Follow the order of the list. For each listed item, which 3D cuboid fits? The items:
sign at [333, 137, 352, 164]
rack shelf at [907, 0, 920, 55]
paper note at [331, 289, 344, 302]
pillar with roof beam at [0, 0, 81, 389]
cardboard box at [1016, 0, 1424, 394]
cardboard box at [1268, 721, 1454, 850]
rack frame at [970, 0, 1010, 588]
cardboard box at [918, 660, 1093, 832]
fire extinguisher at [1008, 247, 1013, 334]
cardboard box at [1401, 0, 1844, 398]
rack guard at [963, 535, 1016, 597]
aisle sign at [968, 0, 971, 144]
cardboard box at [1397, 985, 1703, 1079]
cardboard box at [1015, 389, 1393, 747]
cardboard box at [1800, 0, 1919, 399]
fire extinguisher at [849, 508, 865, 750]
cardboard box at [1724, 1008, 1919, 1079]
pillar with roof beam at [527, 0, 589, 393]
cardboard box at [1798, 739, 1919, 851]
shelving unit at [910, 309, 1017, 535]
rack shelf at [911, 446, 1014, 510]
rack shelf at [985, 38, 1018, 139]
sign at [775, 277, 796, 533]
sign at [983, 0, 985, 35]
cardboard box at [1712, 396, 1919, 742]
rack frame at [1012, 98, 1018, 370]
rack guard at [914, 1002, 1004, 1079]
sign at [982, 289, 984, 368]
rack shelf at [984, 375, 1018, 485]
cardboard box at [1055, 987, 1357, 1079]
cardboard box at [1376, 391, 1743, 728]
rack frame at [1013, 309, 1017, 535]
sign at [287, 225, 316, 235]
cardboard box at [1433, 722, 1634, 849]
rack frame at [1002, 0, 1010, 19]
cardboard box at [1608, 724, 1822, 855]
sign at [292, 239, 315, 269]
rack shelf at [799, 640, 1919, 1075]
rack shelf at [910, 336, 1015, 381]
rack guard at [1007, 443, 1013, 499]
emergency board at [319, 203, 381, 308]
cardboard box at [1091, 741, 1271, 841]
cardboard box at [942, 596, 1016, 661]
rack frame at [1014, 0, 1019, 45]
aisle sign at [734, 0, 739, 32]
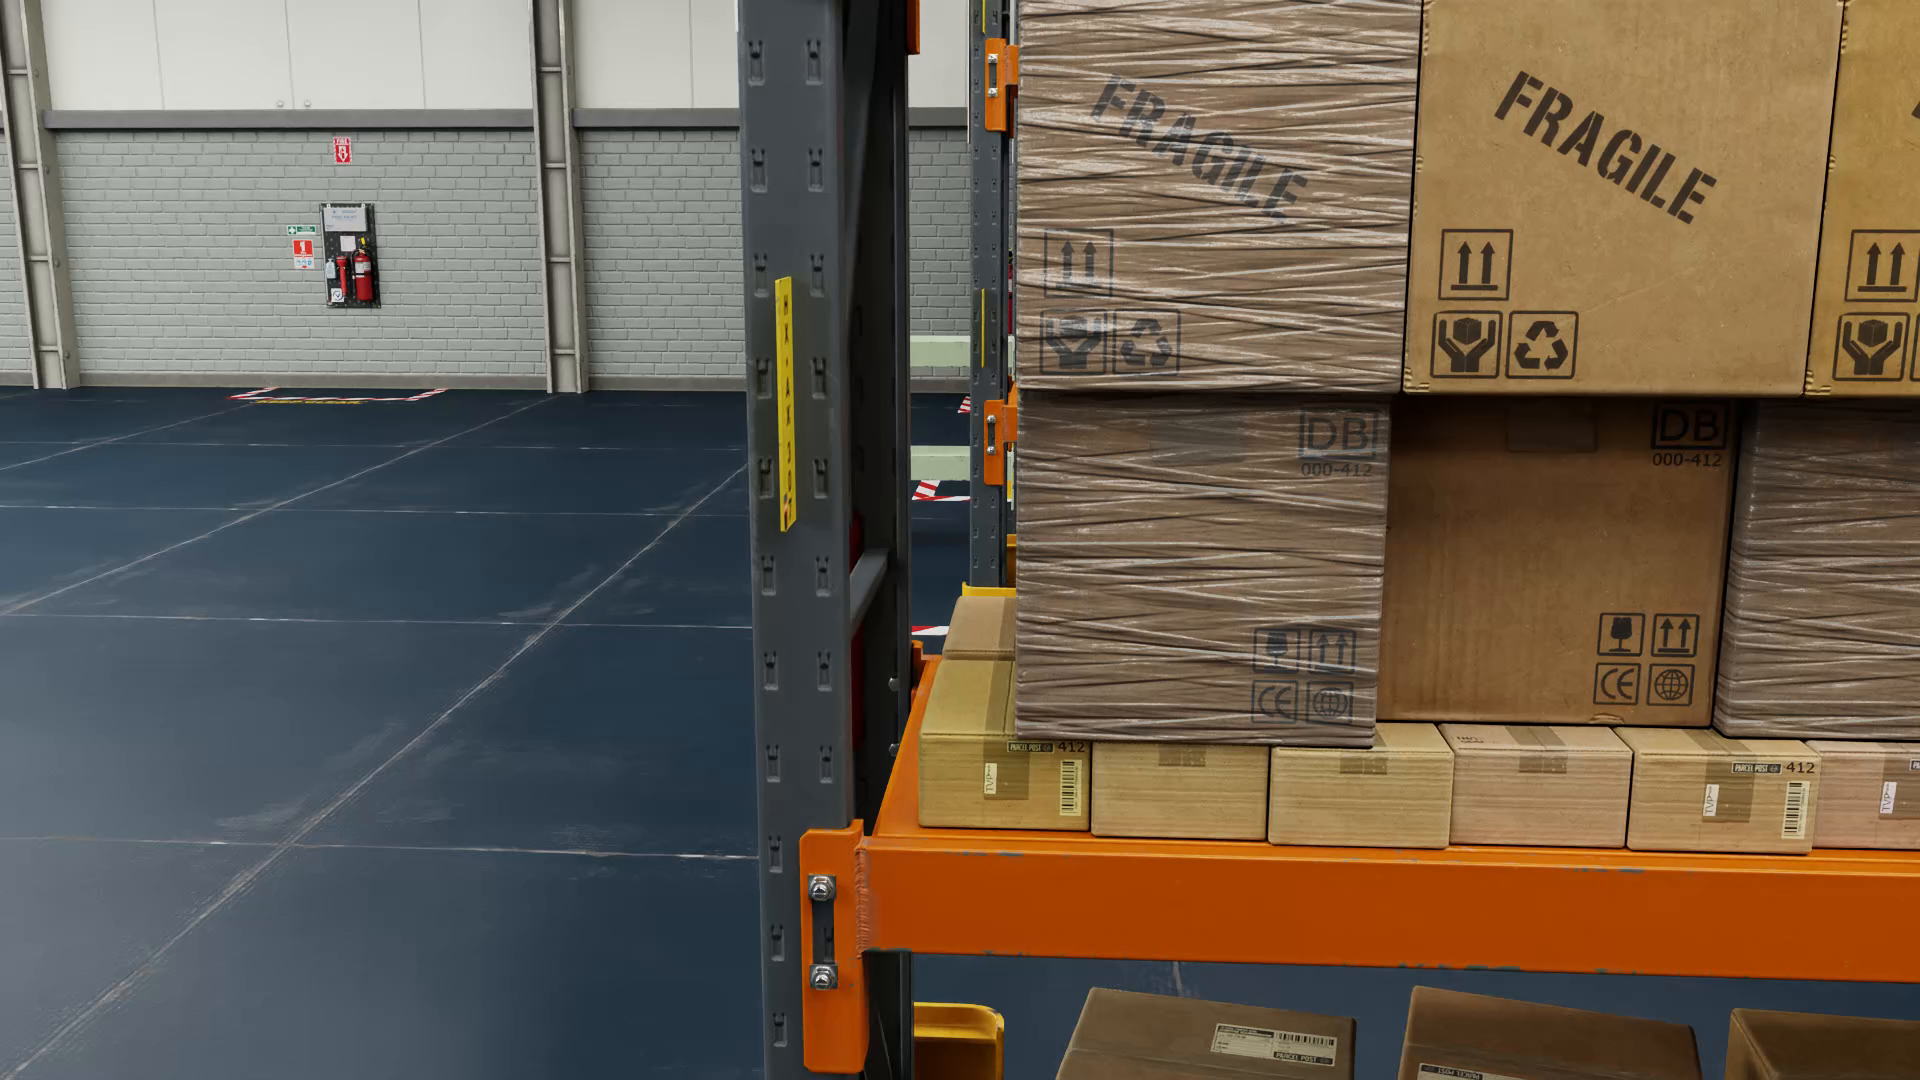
[{"bbox_3d":[-6.893,-4.347,18.564,0.199,0.298,0.001,1,12,4],"label":"sign"},{"bbox_3d":[1.804,-0.954,2.436,4.000,0.370,1.077,1,12,4],"label":"rack shelf"},{"bbox_3d":[-7.064,-2.778,18.872,0.142,0.148,0.016,1,12,4],"label":"paper note"},{"bbox_3d":[-10.703,-5.290,14.078,0.400,9.000,9.100,1,12,4],"label":"pillar with roof beam"},{"bbox_3d":[0.339,-0.486,2.355,0.500,0.500,0.500,1,12,4],"label":"cardboard box"},{"bbox_3d":[0.574,0.324,2.508,0.250,0.149,0.380,1,12,4],"label":"cardboard box"},{"bbox_3d":[0.140,-0.878,7.637,0.127,3.000,1.000,1,12,4],"label":"rack frame"},{"bbox_3d":[0.077,0.310,2.574,0.250,0.149,0.380,1,12,4],"label":"cardboard box"},{"bbox_3d":[0.387,-1.948,12.944,0.183,0.674,0.296,1,12,4],"label":"fire extinguisher"},{"bbox_3d":[0.838,-0.478,2.315,0.500,0.500,0.500,1,12,4],"label":"cardboard box"},{"bbox_3d":[0.218,0.337,7.934,0.348,0.500,1.175,1,12,4],"label":"rack guard"},{"bbox_3d":[0.048,-2.091,7.090,0.004,0.787,0.394,1,12,4],"label":"aisle sign"},{"bbox_3d":[1.029,1.165,2.950,0.500,0.500,0.500,4,12,19],"label":"cardboard box"},{"bbox_3d":[0.355,-0.047,2.697,0.500,0.500,0.875,1,12,4],"label":"cardboard box"},{"bbox_3d":[1.336,-0.472,2.284,0.500,0.500,0.500,1,12,4],"label":"cardboard box"},{"bbox_3d":[-0.275,0.076,3.265,0.183,0.674,0.296,1,12,4],"label":"fire extinguisher"},{"bbox_3d":[1.653,1.178,2.891,0.500,0.500,0.500,2,12,9],"label":"cardboard box"},{"bbox_3d":[-4.717,-5.208,13.686,0.400,9.000,9.100,1,12,4],"label":"pillar with roof beam"},{"bbox_3d":[1.325,0.326,2.499,0.250,0.149,0.380,1,12,4],"label":"cardboard box"},{"bbox_3d":[-0.007,-0.734,10.615,0.755,1.500,0.431,1,12,4],"label":"shelving unit"},{"bbox_3d":[-0.007,-0.415,10.682,0.720,0.370,0.431,1,12,4],"label":"rack shelf"},{"bbox_3d":[2.135,-1.966,7.273,4.000,0.370,1.077,1,12,4],"label":"rack shelf"},{"bbox_3d":[-0.228,-0.179,2.181,0.005,0.325,0.100,1,12,4],"label":"sign"},{"bbox_3d":[0.098,-2.238,6.792,0.005,0.325,0.100,1,12,4],"label":"sign"},{"bbox_3d":[1.358,-0.049,2.706,0.500,0.500,0.875,1,12,4],"label":"cardboard box"},{"bbox_3d":[0.474,-1.889,12.475,0.127,3.000,1.000,1,12,4],"label":"rack frame"},{"bbox_3d":[-0.116,1.359,3.051,0.348,0.500,1.175,1,12,4],"label":"rack guard"},{"bbox_3d":[0.098,-0.901,7.072,0.005,0.325,0.100,1,12,4],"label":"sign"},{"bbox_3d":[2.135,-0.498,7.580,4.000,0.370,1.077,1,12,4],"label":"rack shelf"},{"bbox_3d":[0.430,1.164,2.956,0.500,0.500,0.500,3,12,14],"label":"cardboard box"},{"bbox_3d":[0.862,-0.065,2.781,0.500,0.500,0.875,1,12,4],"label":"cardboard box"},{"bbox_3d":[0.359,-0.729,10.591,0.023,1.500,0.400,1,12,4],"label":"rack frame"},{"bbox_3d":[-7.433,-3.496,18.773,0.331,0.109,0.001,1,12,4],"label":"sign"},{"bbox_3d":[0.824,0.323,2.512,0.250,0.149,0.380,1,12,4],"label":"cardboard box"},{"bbox_3d":[0.140,-3.814,7.023,0.127,3.000,1.000,1,12,4],"label":"rack frame"},{"bbox_3d":[1.073,0.328,2.489,0.250,0.149,0.380,1,12,4],"label":"cardboard box"},{"bbox_3d":[-7.437,-3.238,18.836,0.234,0.329,0.001,1,12,4],"label":"sign"},{"bbox_3d":[1.804,0.514,2.743,4.000,0.370,1.077,1,12,4],"label":"rack shelf"},{"bbox_3d":[-0.007,-1.116,10.535,0.720,0.370,0.431,1,12,4],"label":"rack shelf"},{"bbox_3d":[0.450,-0.666,12.732,0.348,0.500,1.175,1,12,4],"label":"rack guard"},{"bbox_3d":[-6.892,-3.192,18.703,0.643,1.169,0.194,1,12,4],"label":"emergency board"},{"bbox_3d":[0.325,0.317,2.539,0.250,0.149,0.380,1,12,4],"label":"cardboard box"},{"bbox_3d":[0.107,0.219,3.009,0.250,0.149,0.380,1,12,4],"label":"cardboard box"},{"bbox_3d":[0.474,-4.826,11.860,0.127,3.000,1.000,1,12,4],"label":"rack frame"},{"bbox_3d":[-0.273,-1.078,2.245,0.004,0.787,0.394,1,12,4],"label":"aisle sign"}]
